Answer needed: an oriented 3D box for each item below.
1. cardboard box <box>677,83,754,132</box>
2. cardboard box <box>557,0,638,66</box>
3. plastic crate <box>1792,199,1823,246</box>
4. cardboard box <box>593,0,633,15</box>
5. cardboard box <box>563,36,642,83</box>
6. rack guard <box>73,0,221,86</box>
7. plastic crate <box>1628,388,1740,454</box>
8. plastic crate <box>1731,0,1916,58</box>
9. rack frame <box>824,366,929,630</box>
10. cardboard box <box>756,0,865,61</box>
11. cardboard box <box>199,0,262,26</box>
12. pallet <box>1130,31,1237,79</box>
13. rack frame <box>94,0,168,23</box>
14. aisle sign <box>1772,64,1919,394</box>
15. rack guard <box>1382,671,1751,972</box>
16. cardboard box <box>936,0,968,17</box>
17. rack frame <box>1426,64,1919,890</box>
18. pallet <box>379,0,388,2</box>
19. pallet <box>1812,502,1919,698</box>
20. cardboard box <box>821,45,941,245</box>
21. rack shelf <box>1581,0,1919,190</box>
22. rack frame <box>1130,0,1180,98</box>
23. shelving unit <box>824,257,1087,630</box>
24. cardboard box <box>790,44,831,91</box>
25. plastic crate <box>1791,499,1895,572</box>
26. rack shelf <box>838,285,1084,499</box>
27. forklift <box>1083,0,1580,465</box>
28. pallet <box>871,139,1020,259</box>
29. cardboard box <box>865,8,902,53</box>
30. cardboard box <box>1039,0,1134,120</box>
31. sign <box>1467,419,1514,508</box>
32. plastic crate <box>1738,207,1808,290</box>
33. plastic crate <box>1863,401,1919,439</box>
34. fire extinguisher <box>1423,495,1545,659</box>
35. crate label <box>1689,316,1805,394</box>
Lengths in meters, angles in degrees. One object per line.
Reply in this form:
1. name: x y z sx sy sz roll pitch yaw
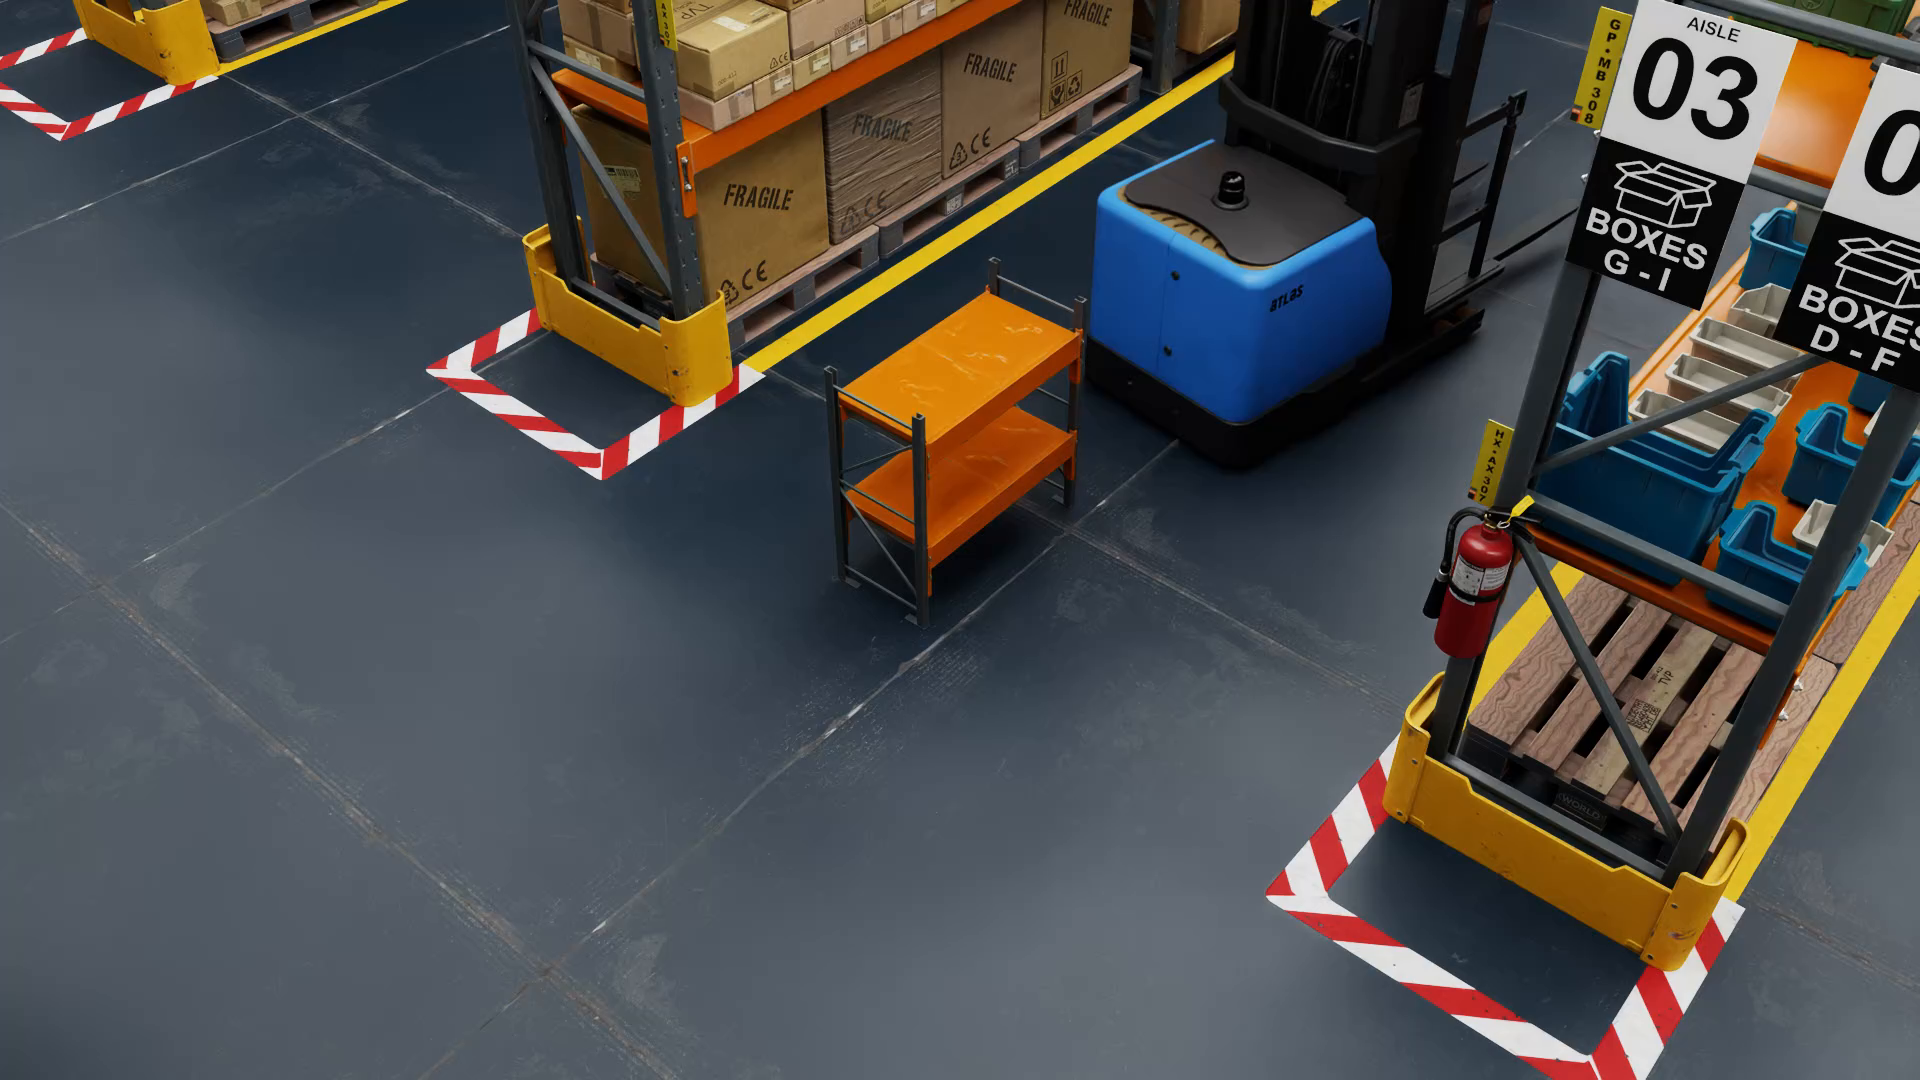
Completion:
1. cardboard box: -1.168 -2.041 7.634 0.380 0.149 0.250 30 50 29
2. cardboard box: -1.540 -2.513 7.857 0.500 0.250 0.500 29 50 28
3. plastic crate: 3.592 -1.281 6.655 0.437 0.282 0.530 29 50 28
4. cardboard box: -1.537 -2.791 7.605 0.500 0.500 0.500 30 50 29
5. cardboard box: -1.672 -2.327 7.949 0.380 0.149 0.250 30 50 29
6. rack guard: -5.331 -3.408 10.809 1.175 0.500 0.348 29 50 28
7. plastic crate: 2.528 -0.373 5.764 0.396 0.136 0.243 29 50 28
8. plastic crate: 2.558 -1.613 4.904 0.450 0.188 0.336 29 50 28
9. rack frame: -0.331 -0.151 6.762 0.500 1.125 0.032 29 50 28
10. cardboard box: -0.804 -2.550 7.897 0.500 0.250 0.500 29 50 28
11. cardboard box: -4.798 -3.526 10.887 0.380 0.149 0.250 31 50 29
12. pallet: 1.364 -3.552 11.182 1.003 0.211 1.213 29 50 28
13. rack frame: -5.380 -4.294 9.925 1.000 3.000 0.127 29 50 28
14. aisle sign: 2.323 -0.746 4.091 0.394 0.787 0.004 29 50 28
15. rack guard: 2.136 0.993 5.969 1.175 0.500 0.348 29 50 28
16. cardboard box: -0.179 -2.834 8.506 0.380 0.149 0.250 28 49 27
17. rack frame: 2.142 0.050 5.148 1.000 3.000 0.127 29 50 28
18. pallet: -3.996 -4.330 12.037 1.003 0.211 1.213 29 50 28
19. pallet: 3.488 0.049 7.222 1.003 0.211 1.213 29 50 28
20. cardboard box: -0.713 -2.296 8.995 0.875 0.875 0.875 29 50 28
21. rack shelf: 3.429 -1.823 5.513 1.077 0.370 4.000 29 50 28
22. rack frame: 0.925 -4.154 9.771 1.000 3.000 0.127 29 50 28
23. shelving unit: -0.004 -0.413 7.050 0.538 1.125 1.048 29 50 28
24. cardboard box: -0.840 -2.306 7.926 0.380 0.149 0.250 28 49 28
25. plastic crate: 2.823 0.011 5.341 0.250 0.136 0.298 29 50 28
26. rack shelf: -0.004 -0.629 6.853 0.538 0.278 1.000 29 50 28
27. forklift: 2.058 -2.280 7.761 3.031 2.935 1.130 -30 50 -29
28. pallet: -0.409 -2.134 9.622 1.003 0.211 1.213 29 50 28
29. cardboard box: -0.508 -2.571 8.217 0.380 0.149 0.250 29 49 28
30. cardboard box: 0.439 -3.218 10.009 0.875 0.875 0.875 29 50 28
31. sign: 1.710 -0.240 5.345 0.100 0.325 0.005 29 50 28
32. plastic crate: 3.267 -1.079 6.469 0.416 0.233 0.300 29 50 28
33. plastic crate: 3.259 -0.338 5.726 0.250 0.136 0.298 29 50 28
34. fire extinguisher: 1.697 0.098 5.430 0.296 0.674 0.183 29 50 28
35. crate label: 2.886 -0.670 6.091 0.396 0.136 0.243 29 50 28
